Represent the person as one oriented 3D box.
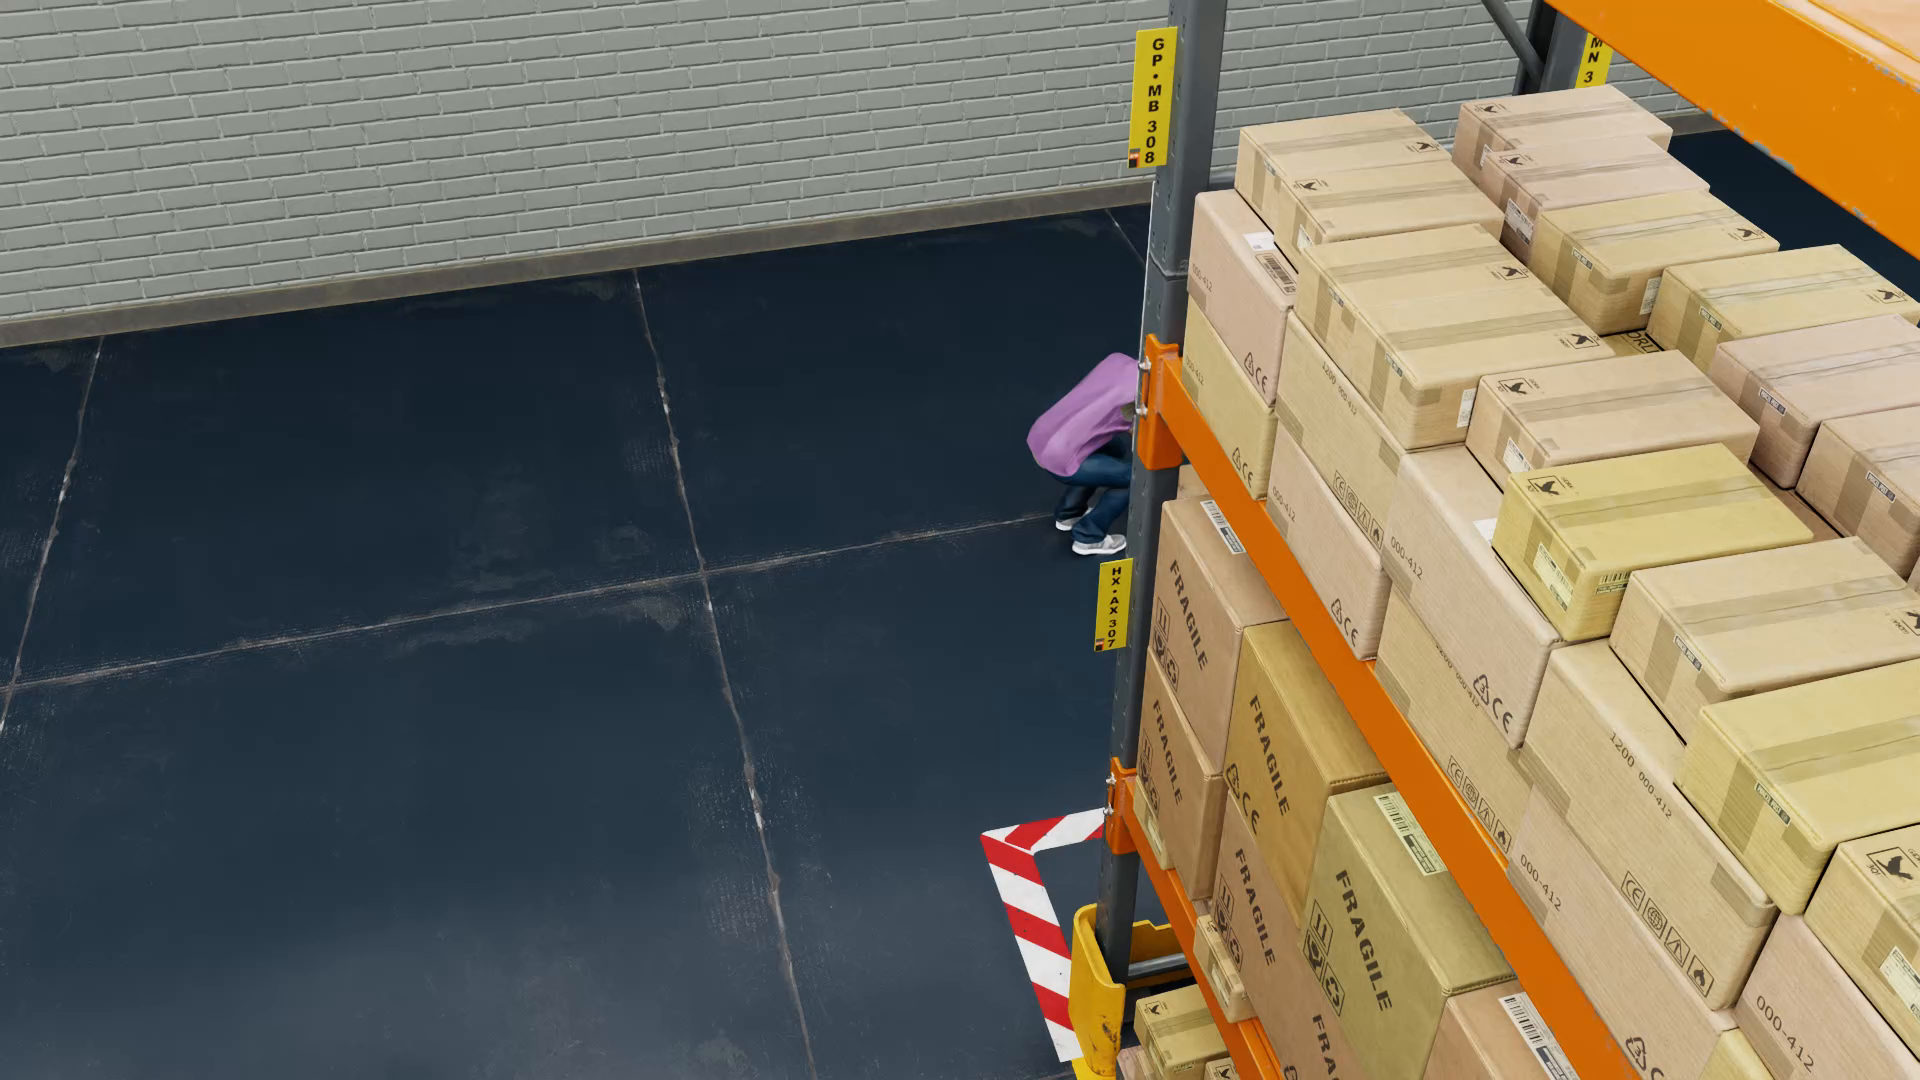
[{"bbox_3d":[0.678,-0.435,7.737,0.768,1.008,0.454,-10,40,-12],"label":"person"}]
